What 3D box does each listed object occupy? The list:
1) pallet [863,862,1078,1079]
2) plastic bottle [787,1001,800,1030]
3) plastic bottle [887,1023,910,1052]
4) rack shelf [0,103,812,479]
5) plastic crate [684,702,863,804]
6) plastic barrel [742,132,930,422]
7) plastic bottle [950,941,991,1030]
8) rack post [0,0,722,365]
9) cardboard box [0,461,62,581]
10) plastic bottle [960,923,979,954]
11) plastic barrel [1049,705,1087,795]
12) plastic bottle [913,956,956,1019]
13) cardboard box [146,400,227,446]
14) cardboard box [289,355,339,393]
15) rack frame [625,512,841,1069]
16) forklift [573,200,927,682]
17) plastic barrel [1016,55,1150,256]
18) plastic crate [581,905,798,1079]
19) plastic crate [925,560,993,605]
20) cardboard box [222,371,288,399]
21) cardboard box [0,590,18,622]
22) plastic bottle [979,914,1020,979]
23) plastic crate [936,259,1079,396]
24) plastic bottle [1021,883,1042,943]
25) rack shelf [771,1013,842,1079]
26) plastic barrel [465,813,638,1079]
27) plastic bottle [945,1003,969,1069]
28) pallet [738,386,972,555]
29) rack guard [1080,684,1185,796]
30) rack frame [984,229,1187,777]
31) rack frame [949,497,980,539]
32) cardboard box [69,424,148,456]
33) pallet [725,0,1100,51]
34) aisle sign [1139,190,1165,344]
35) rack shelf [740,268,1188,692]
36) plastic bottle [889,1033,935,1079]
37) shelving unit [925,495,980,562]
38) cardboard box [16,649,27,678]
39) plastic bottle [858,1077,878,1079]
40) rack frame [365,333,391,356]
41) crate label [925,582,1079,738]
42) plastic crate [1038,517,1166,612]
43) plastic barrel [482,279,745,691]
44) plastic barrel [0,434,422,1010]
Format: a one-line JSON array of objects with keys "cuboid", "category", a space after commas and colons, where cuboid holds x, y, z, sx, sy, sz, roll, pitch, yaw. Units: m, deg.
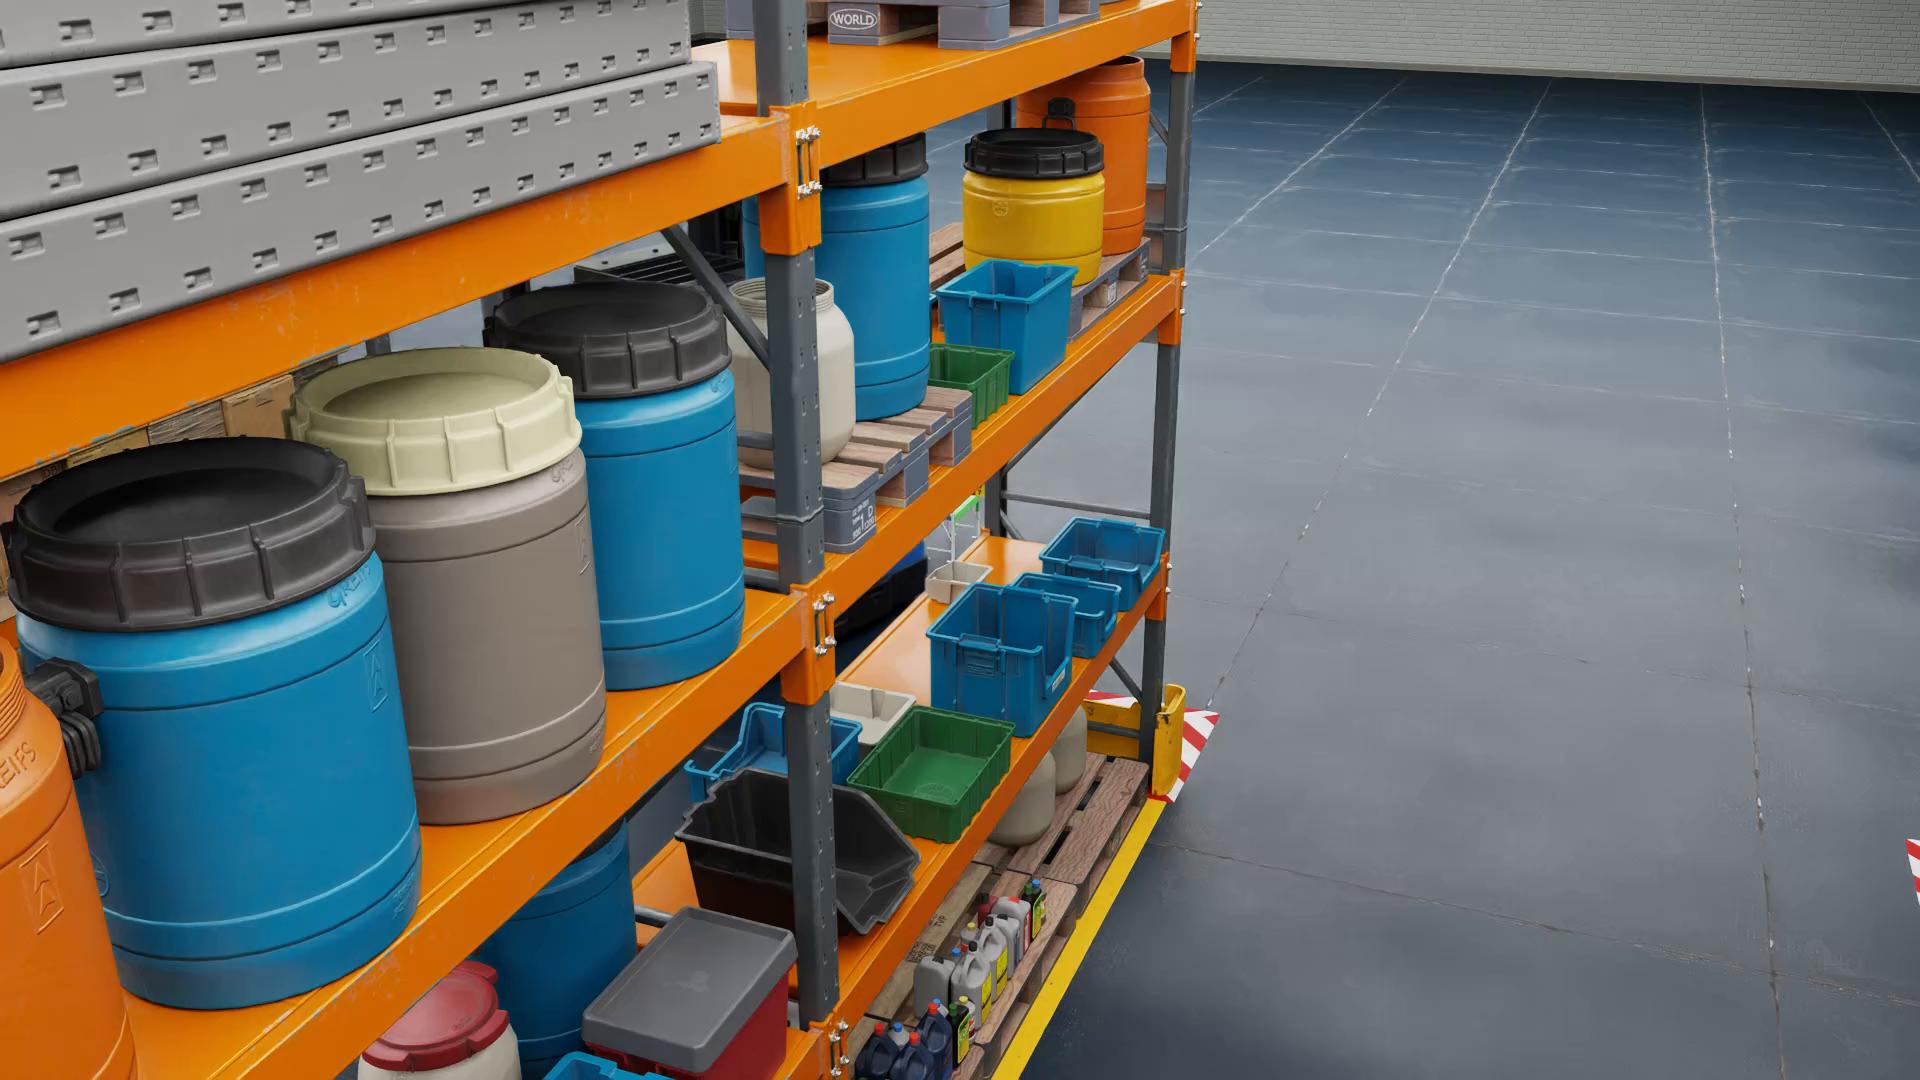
[{"cuboid": [-0.129, 1.868, 7.505, 1.003, 0.211, 1.213, 9, 24, 20], "category": "pallet"}, {"cuboid": [-0.679, 1.979, 6.584, 0.152, 0.276, 0.135, 9, 24, 20], "category": "plastic bottle"}, {"cuboid": [-0.241, 2.011, 6.514, 0.097, 0.271, 0.097, 0, 23, 0], "category": "plastic bottle"}, {"cuboid": [-1.611, -0.283, 2.704, 1.077, 0.370, 4.000, 9, 24, 20], "category": "rack shelf"}, {"cuboid": [-0.709, 0.887, 6.428, 0.499, 0.251, 0.616, 9, 24, 20], "category": "plastic crate"}, {"cuboid": [-0.399, -0.897, 5.418, 0.600, 0.901, 0.708, 9, 24, 20], "category": "plastic barrel"}, {"cuboid": [0.045, 1.823, 6.859, 0.144, 0.351, 0.185, 9, 24, 20], "category": "plastic bottle"}, {"cuboid": [-1.520, -0.890, 2.447, 1.013, 1.000, 3.121, 9, 24, 20], "category": "rack post"}, {"cuboid": [-4.932, -0.159, 8.222, 0.875, 0.500, 0.500, 9, 24, 20], "category": "cardboard box"}, {"cuboid": [0.049, 1.755, 7.217, 0.097, 0.201, 0.097, 0, 23, 0], "category": "plastic bottle"}, {"cuboid": [0.444, 1.023, 8.593, 0.421, 0.512, 0.421, 0, 23, 0], "category": "plastic barrel"}, {"cuboid": [-0.102, 1.846, 6.902, 0.152, 0.276, 0.135, 9, 24, 20], "category": "plastic bottle"}, {"cuboid": [-4.511, -0.509, 9.061, 0.875, 0.500, 0.500, 9, 24, 20], "category": "cardboard box"}, {"cuboid": [-4.211, -0.878, 9.944, 0.875, 0.500, 0.500, 9, 24, 20], "category": "cardboard box"}, {"cuboid": [-0.868, 1.253, 5.358, 1.000, 3.000, 0.127, 9, 24, 20], "category": "rack frame"}, {"cuboid": [-1.534, -0.638, 9.975, 1.130, 2.935, 3.031, 17, 28, 35], "category": "forklift"}, {"cuboid": [0.555, -1.762, 7.583, 0.600, 0.830, 0.708, 9, 24, 20], "category": "plastic barrel"}, {"cuboid": [-0.764, 1.441, 4.826, 0.402, 0.464, 0.583, 9, 24, 20], "category": "plastic crate"}, {"cuboid": [-0.014, 0.218, 8.179, 0.298, 0.136, 0.250, 9, 24, 20], "category": "plastic crate"}, {"cuboid": [-4.136, -1.120, 9.227, 0.500, 0.500, 0.500, 9, 24, 20], "category": "cardboard box"}, {"cuboid": [-4.721, 0.271, 8.036, 0.380, 0.149, 0.250, 9, 24, 20], "category": "cardboard box"}, {"cuboid": [0.172, 1.732, 7.176, 0.152, 0.276, 0.135, 8, 24, 19], "category": "plastic bottle"}, {"cuboid": [0.189, -0.829, 6.473, 0.392, 0.384, 0.575, 9, 24, 20], "category": "plastic crate"}, {"cuboid": [0.316, 1.637, 7.393, 0.061, 0.283, 0.133, 9, 24, 21], "category": "plastic bottle"}, {"cuboid": [-1.611, 2.301, 3.783, 1.077, 0.370, 4.000, 9, 24, 20], "category": "rack shelf"}, {"cuboid": [-1.293, 1.117, 5.034, 0.600, 0.901, 0.708, 9, 24, 20], "category": "plastic barrel"}, {"cuboid": [-0.013, 1.954, 6.635, 0.061, 0.283, 0.133, 10, 25, 22], "category": "plastic bottle"}, {"cuboid": [-0.691, -0.316, 5.468, 1.213, 0.211, 1.003, 9, 24, 20], "category": "pallet"}, {"cuboid": [0.633, 1.009, 9.185, 1.175, 0.500, 0.348, 9, 24, 20], "category": "rack guard"}, {"cuboid": [0.617, -0.178, 8.785, 1.000, 3.000, 0.127, 9, 24, 20], "category": "rack frame"}, {"cuboid": [0.029, -0.582, 12.086, 0.240, 1.200, 0.015, 9, 24, 20], "category": "rack frame"}, {"cuboid": [-4.518, -0.764, 8.374, 0.500, 0.500, 0.500, 9, 24, 20], "category": "cardboard box"}, {"cuboid": [-0.136, -1.980, 6.080, 1.003, 0.211, 1.213, 9, 24, 20], "category": "pallet"}, {"cuboid": [0.920, -1.361, 8.243, 0.394, 0.787, 0.004, 9, 24, 20], "category": "aisle sign"}, {"cuboid": [-0.125, -0.515, 6.632, 1.077, 0.370, 4.000, 9, 24, 20], "category": "rack shelf"}, {"cuboid": [-0.183, 2.043, 6.333, 0.144, 0.351, 0.185, 9, 24, 21], "category": "plastic bottle"}, {"cuboid": [-0.061, -0.494, 11.877, 0.258, 1.200, 0.503, 9, 24, 20], "category": "shelving unit"}, {"cuboid": [-4.918, 0.927, 8.837, 0.500, 0.500, 0.500, 7, 24, 15], "category": "cardboard box"}, {"cuboid": [-0.347, 2.118, 6.242, 0.061, 0.283, 0.133, 9, 24, 20], "category": "plastic bottle"}, {"cuboid": [-3.981, -0.887, 10.482, 1.000, 3.000, 0.127, 9, 24, 20], "category": "rack frame"}, {"cuboid": [0.185, 0.503, 7.108, 0.502, 0.435, 0.616, 9, 24, 20], "category": "crate label"}, {"cuboid": [0.709, 0.112, 8.282, 0.499, 0.251, 0.616, 9, 24, 20], "category": "plastic crate"}, {"cuboid": [-0.856, -0.149, 4.173, 0.600, 0.901, 0.708, 9, 24, 20], "category": "plastic barrel"}, {"cuboid": [-1.342, 0.319, 3.052, 0.600, 0.901, 0.708, 9, 24, 20], "category": "plastic barrel"}]
